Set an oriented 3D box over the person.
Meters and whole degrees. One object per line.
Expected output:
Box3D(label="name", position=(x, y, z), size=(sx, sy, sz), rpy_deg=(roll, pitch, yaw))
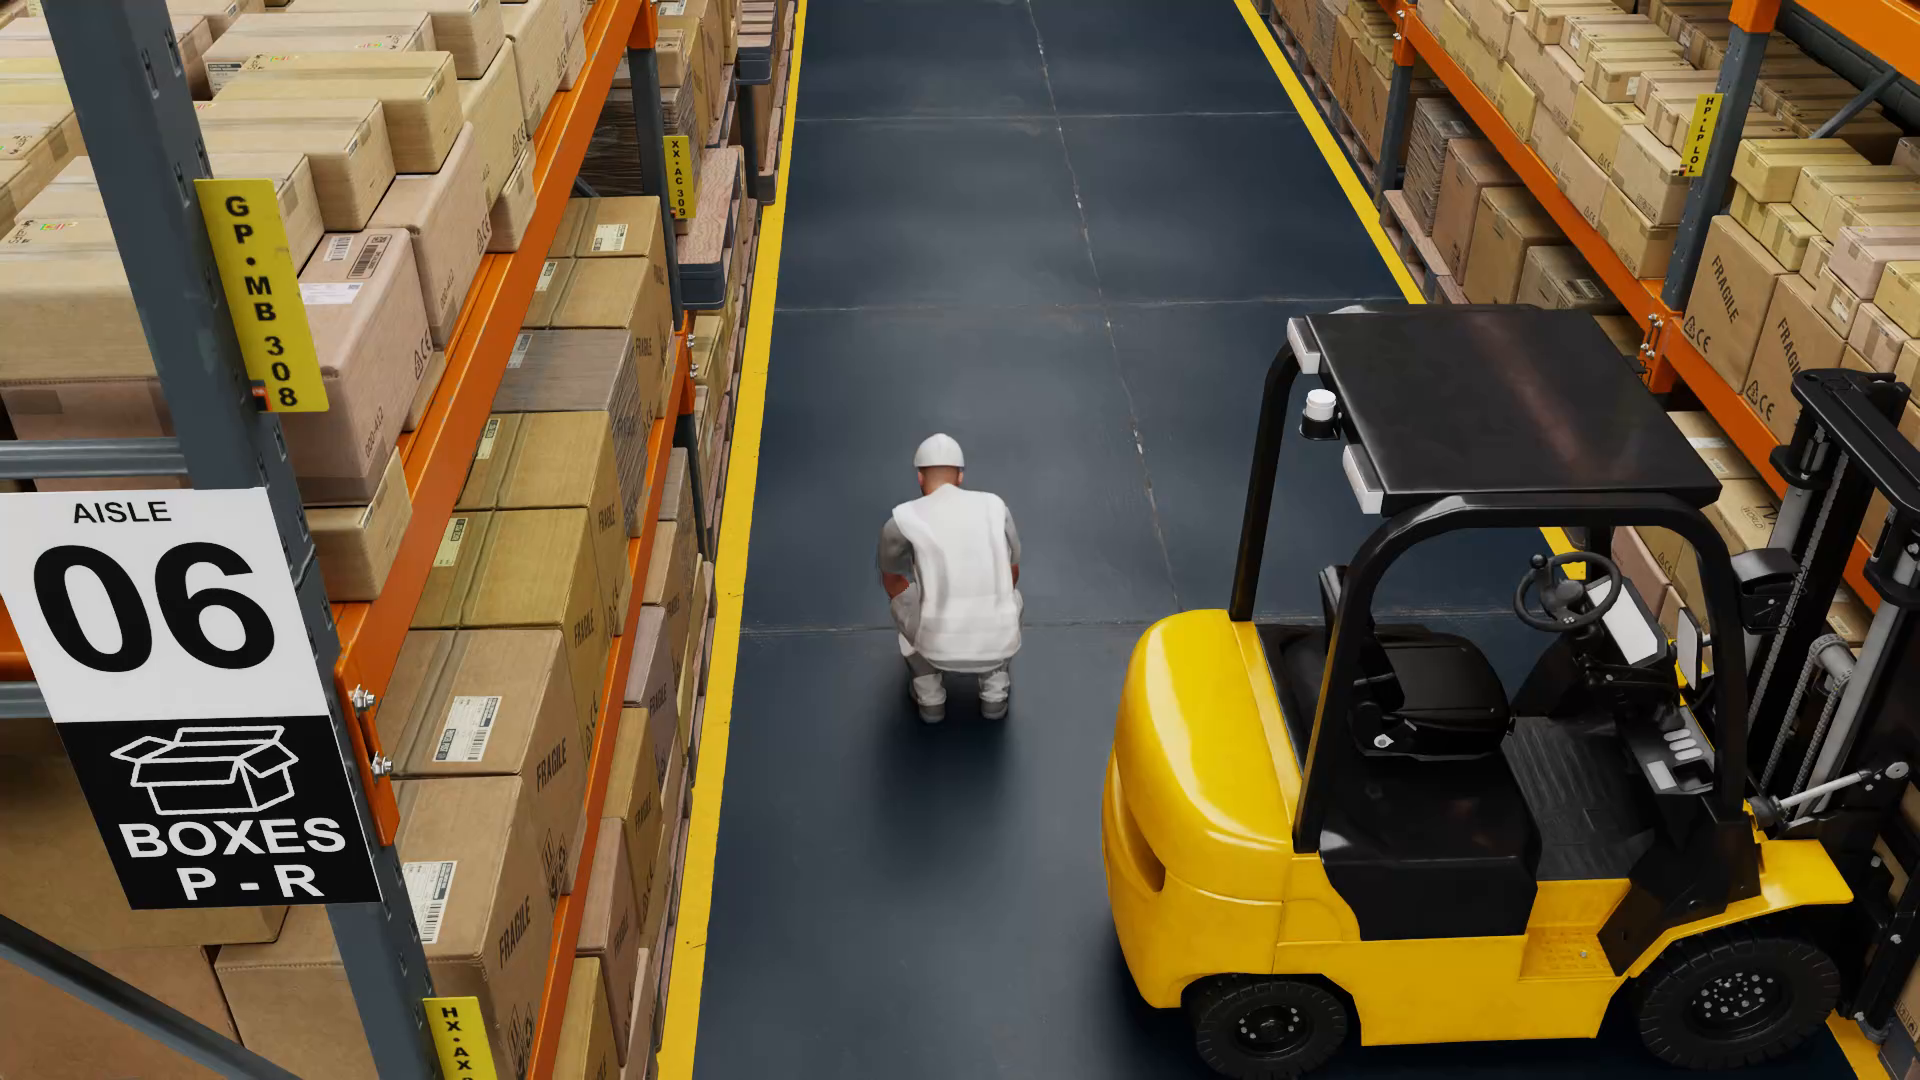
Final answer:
Box3D(label="person", position=(-0.030, 0.173, 6.551), size=(0.576, 1.026, 0.804), rpy_deg=(-3, 35, -4))
